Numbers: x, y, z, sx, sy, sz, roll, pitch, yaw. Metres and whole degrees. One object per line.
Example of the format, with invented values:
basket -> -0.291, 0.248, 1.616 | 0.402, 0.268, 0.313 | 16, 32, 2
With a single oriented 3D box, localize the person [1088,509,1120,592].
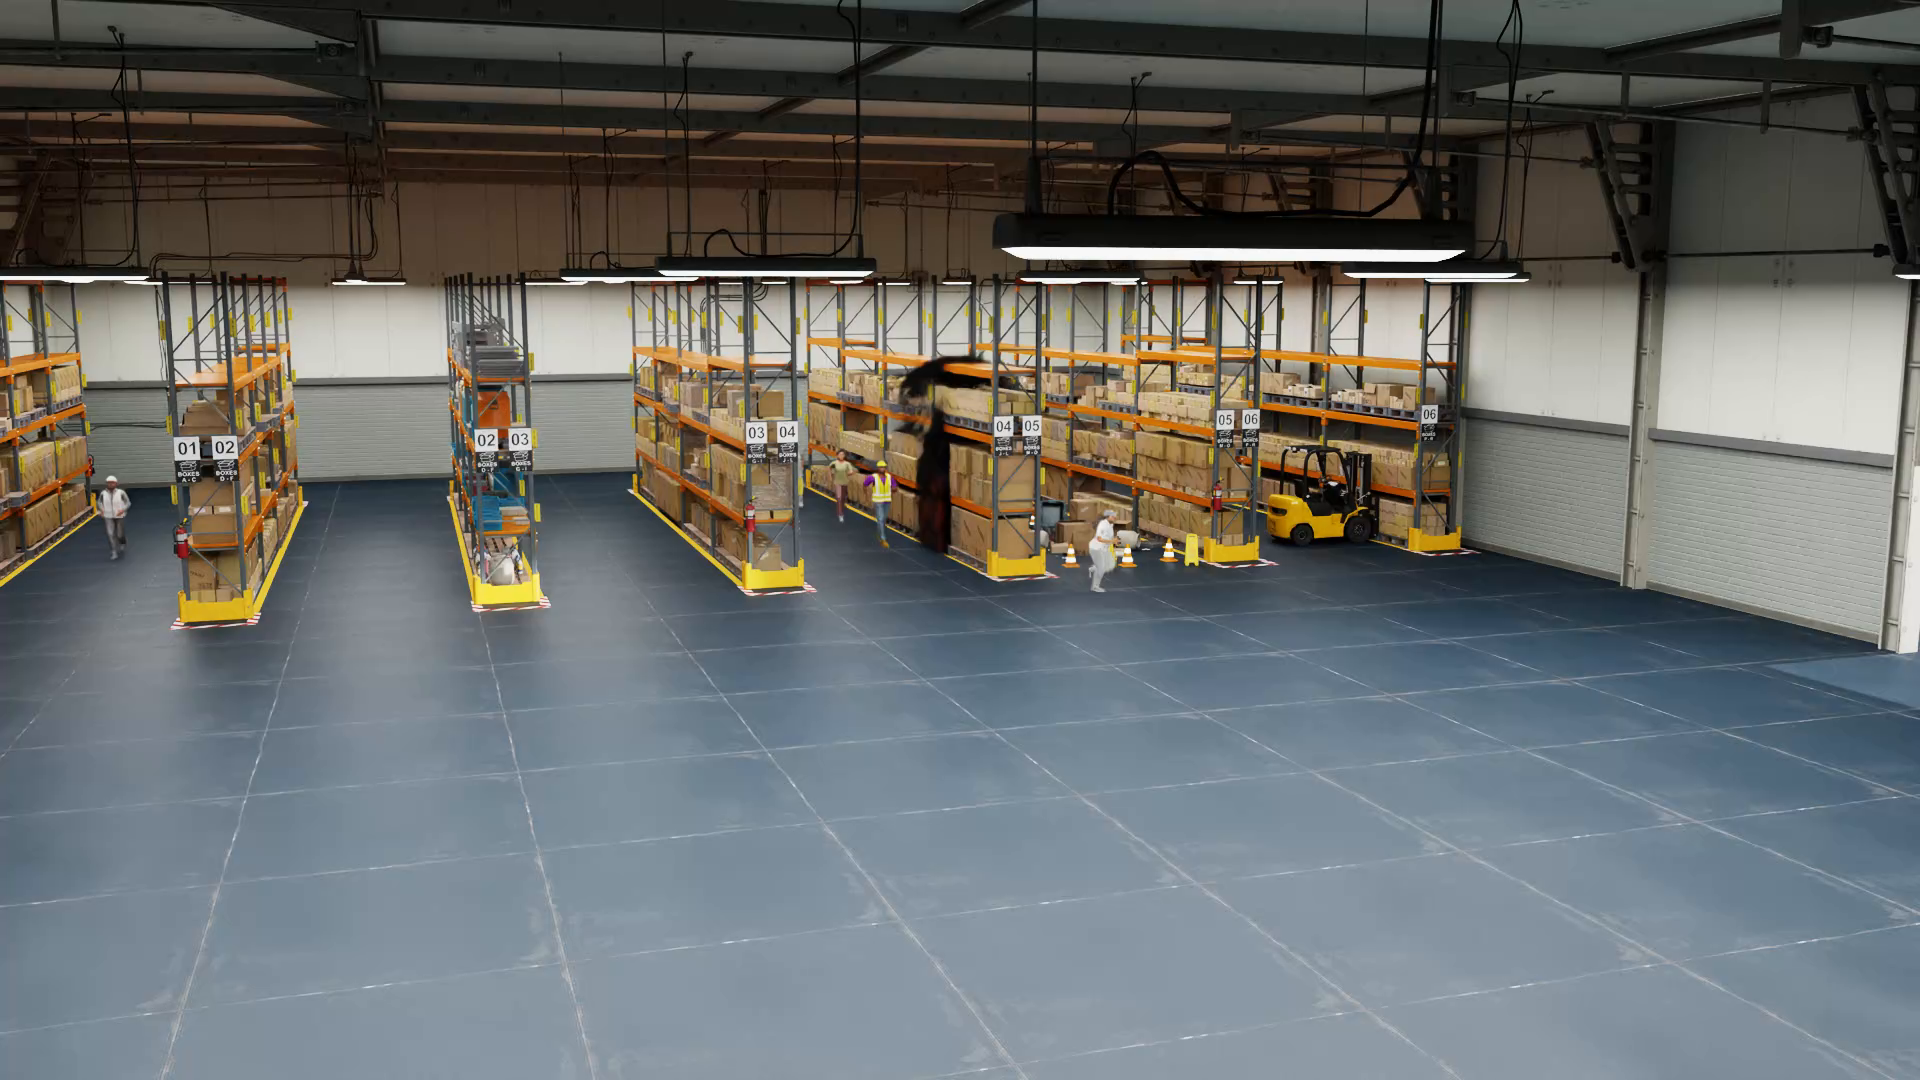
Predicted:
person -> 2.738, 0.201, 31.534 | 0.653, 1.595, 0.576 | 5, 10, 31

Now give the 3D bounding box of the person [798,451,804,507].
person -> -4.348, -1.752, 44.053 | 0.549, 1.714, 0.728 | -3, 9, -22

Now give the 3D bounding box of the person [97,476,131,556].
person -> -18.096, -0.538, 35.607 | 0.668, 1.694, 0.693 | -3, 9, -19

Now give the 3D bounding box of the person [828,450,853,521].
person -> -2.830, -1.315, 39.648 | 0.564, 1.676, 0.892 | -2, 9, -16

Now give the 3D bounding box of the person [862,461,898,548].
person -> -1.647, -0.788, 35.298 | 0.693, 1.787, 0.879 | -4, 10, -27
